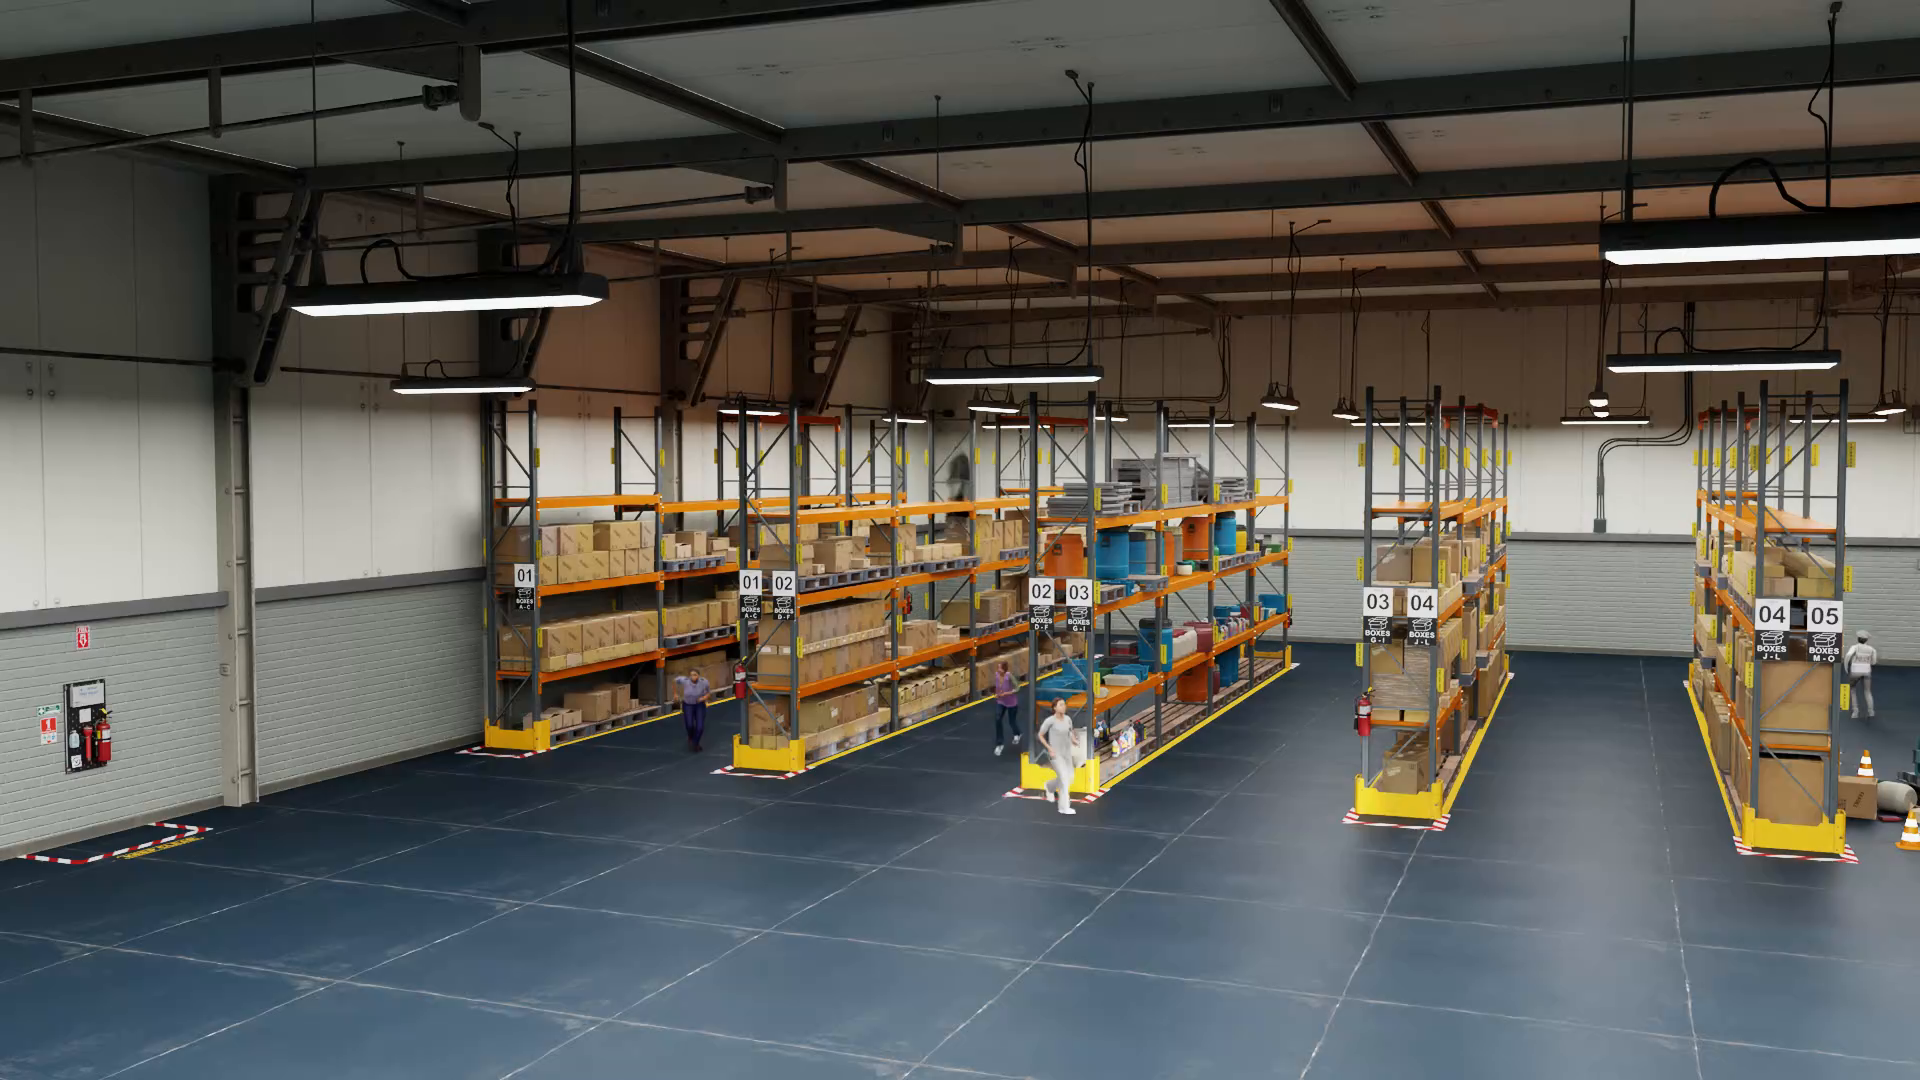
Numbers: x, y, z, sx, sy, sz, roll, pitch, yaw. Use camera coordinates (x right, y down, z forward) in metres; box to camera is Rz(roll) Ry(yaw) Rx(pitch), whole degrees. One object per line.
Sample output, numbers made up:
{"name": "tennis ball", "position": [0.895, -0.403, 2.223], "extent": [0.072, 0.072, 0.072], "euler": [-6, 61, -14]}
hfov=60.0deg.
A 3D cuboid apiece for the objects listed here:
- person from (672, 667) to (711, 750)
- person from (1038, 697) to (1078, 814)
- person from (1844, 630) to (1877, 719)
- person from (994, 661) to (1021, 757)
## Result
{"name": "person", "position": [-4.559, 2.868, 28.238], "extent": [0.637, 1.482, 0.864], "euler": [-1, 3, -11]}
{"name": "person", "position": [1.366, 3.023, 23.475], "extent": [0.563, 1.632, 0.698], "euler": [-2, 3, -36]}
{"name": "person", "position": [17.189, 2.593, 31.756], "extent": [0.619, 1.725, 0.856], "euler": [1, 3, 15]}
{"name": "person", "position": [0.821, 2.824, 28.288], "extent": [0.539, 1.594, 0.960], "euler": [1, 3, 23]}
